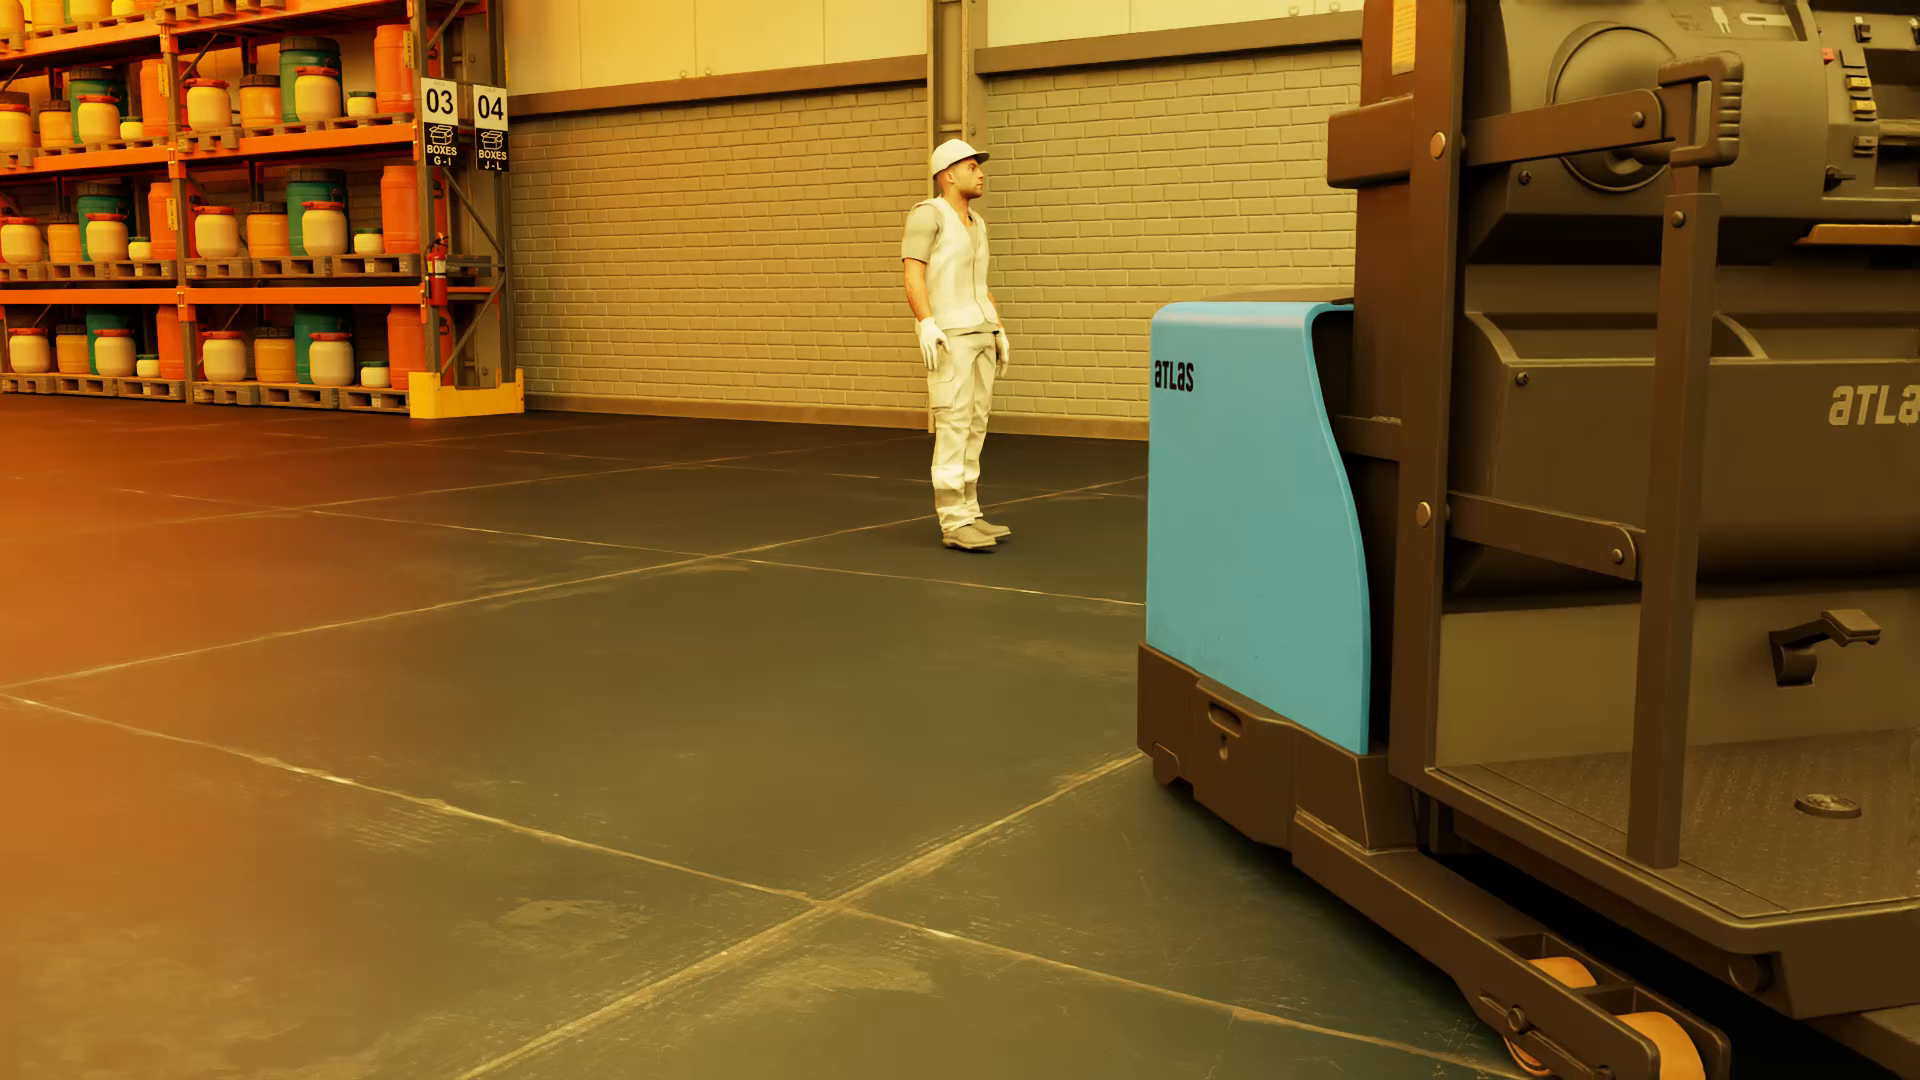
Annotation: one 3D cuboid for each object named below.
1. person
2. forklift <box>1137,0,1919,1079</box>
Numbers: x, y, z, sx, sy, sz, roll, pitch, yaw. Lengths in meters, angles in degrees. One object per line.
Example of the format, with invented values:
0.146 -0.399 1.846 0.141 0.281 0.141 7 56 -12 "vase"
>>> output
0.059 -0.885 7.422 0.564 1.787 0.637 5 10 34 "person"
1.291 -0.735 2.360 1.130 2.935 3.031 -2 8 -15 "forklift"
